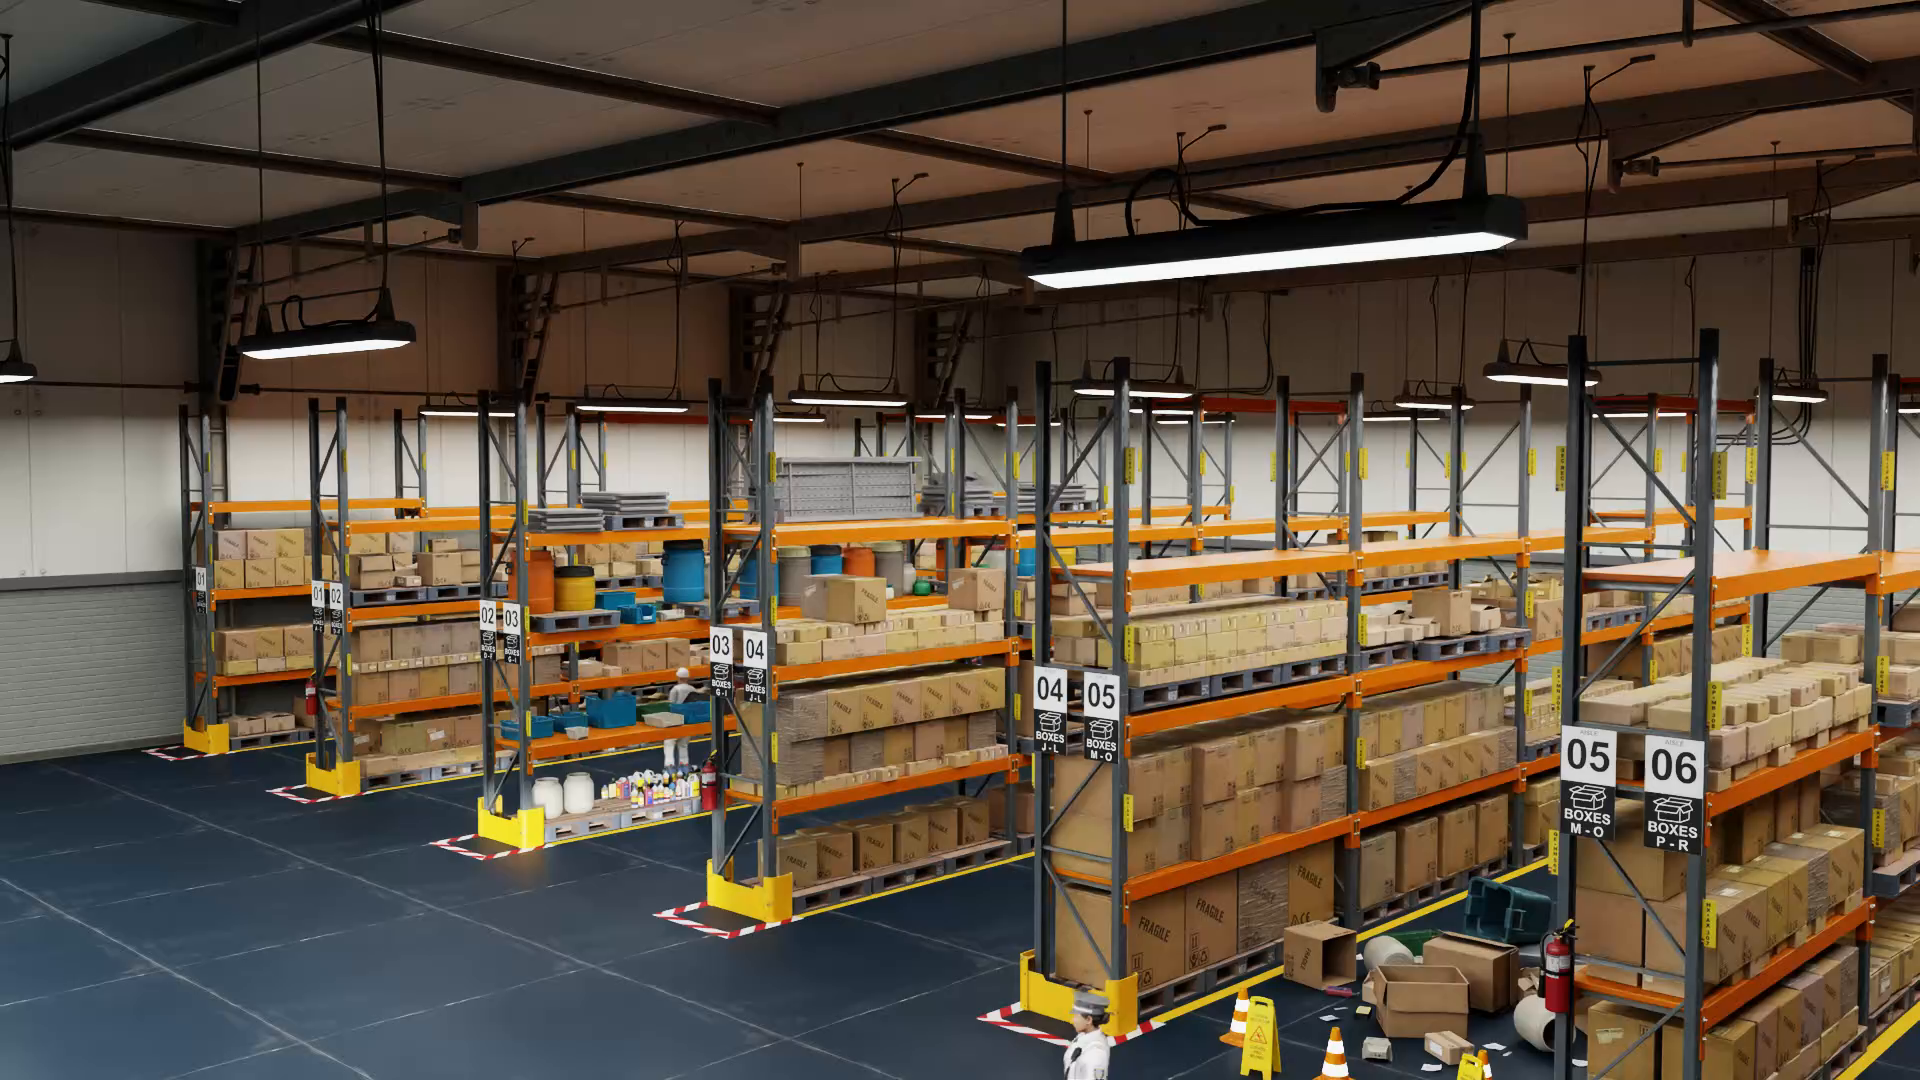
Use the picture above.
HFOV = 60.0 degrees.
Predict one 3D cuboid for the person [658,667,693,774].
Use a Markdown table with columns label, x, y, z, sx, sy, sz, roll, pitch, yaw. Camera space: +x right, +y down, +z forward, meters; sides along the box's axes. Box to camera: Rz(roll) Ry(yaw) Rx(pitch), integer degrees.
| label | x | y | z | sx | sy | sz | roll | pitch | yaw |
| --- | --- | --- | --- | --- | --- | --- | --- | --- | --- |
| person | -4.495 | 2.890 | 26.078 | 0.489 | 1.795 | 0.624 | 2 | 4 | 39 |

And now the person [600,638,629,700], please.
| label | x | y | z | sx | sy | sz | roll | pitch | yaw |
| --- | --- | --- | --- | --- | --- | --- | --- | --- | --- |
| person | -6.691 | 2.629 | 32.393 | 0.629 | 1.782 | 0.405 | -2 | 4 | -36 |

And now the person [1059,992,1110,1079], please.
| label | x | y | z | sx | sy | sz | roll | pitch | yaw |
| --- | --- | --- | --- | --- | --- | --- | --- | --- | --- |
| person | 0.791 | 3.785 | 10.770 | 0.355 | 1.706 | 0.527 | 0 | 3 | -7 |
